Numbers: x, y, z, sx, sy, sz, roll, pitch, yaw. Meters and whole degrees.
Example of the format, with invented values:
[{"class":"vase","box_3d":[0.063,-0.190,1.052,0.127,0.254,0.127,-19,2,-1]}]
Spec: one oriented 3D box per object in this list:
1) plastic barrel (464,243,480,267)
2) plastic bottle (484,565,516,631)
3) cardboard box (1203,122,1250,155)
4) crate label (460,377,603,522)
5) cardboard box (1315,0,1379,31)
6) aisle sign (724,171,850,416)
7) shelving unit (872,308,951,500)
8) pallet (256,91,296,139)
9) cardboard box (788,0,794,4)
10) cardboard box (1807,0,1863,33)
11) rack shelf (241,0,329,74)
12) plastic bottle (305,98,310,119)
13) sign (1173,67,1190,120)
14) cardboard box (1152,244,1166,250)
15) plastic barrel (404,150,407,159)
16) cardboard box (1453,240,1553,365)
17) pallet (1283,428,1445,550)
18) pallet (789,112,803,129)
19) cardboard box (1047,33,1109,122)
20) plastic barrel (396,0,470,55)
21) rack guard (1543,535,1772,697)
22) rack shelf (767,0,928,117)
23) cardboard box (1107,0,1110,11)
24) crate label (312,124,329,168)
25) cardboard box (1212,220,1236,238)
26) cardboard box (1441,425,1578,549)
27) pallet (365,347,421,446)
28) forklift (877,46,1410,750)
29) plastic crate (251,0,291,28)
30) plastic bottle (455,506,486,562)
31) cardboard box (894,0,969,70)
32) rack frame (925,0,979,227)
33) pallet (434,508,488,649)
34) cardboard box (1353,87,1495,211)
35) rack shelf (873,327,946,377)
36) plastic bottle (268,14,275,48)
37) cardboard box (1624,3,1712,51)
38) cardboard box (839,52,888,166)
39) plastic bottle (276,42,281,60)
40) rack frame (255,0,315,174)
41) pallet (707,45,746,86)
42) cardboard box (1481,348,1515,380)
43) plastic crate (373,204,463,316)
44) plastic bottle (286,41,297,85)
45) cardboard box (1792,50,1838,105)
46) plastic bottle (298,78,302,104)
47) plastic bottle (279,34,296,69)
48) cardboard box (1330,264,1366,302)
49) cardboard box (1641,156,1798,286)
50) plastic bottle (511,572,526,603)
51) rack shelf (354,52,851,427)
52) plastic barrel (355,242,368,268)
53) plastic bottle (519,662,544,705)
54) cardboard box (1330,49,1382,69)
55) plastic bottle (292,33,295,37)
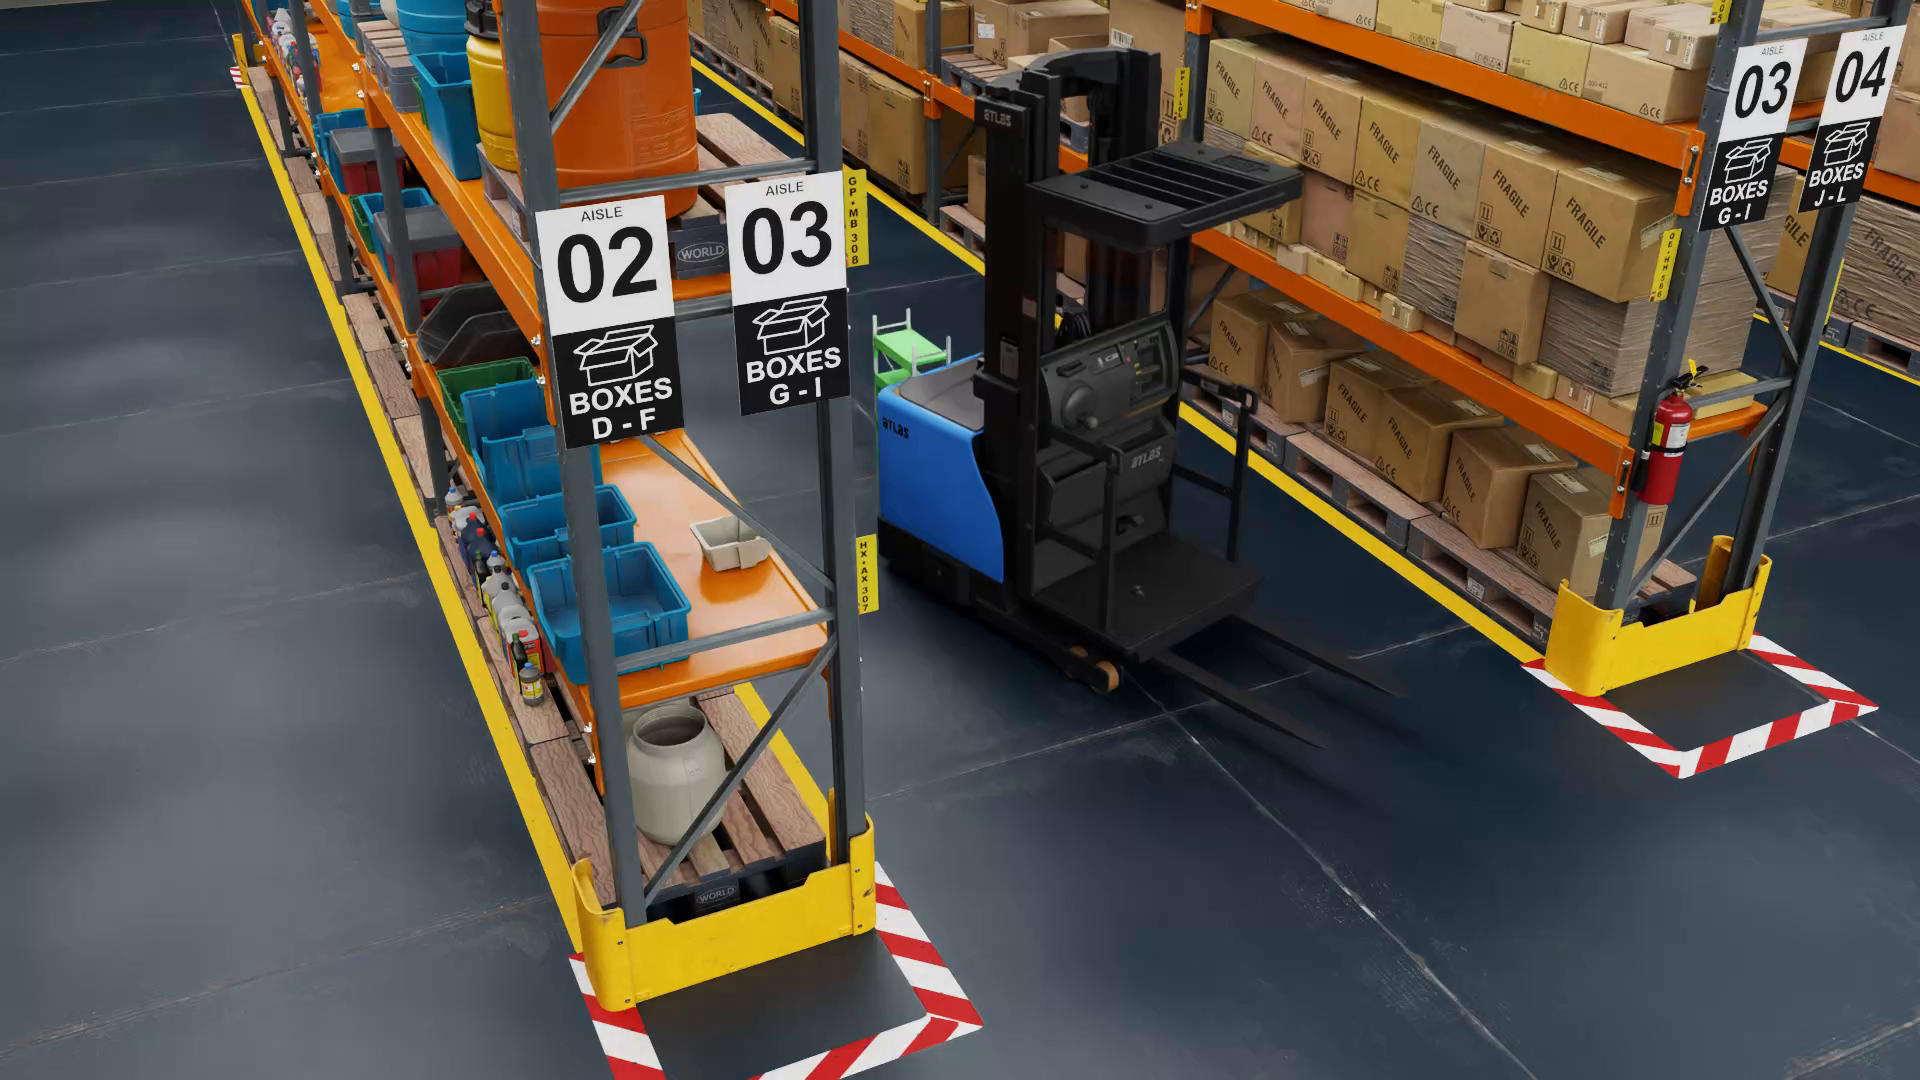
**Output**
[{"class":"plastic barrel","box_3d":[-2.782,-1.930,9.987,0.433,0.535,0.433,0,29,0]},{"class":"plastic bottle","box_3d":[-2.334,0.276,8.450,0.144,0.351,0.185,-13,32,-22]},{"class":"cardboard box","box_3d":[2.041,-2.404,10.564,0.875,0.500,0.500,-13,32,-22]},{"class":"crate label","box_3d":[-1.886,-0.407,7.373,0.502,0.435,0.616,-13,32,-22]},{"class":"cardboard box","box_3d":[2.301,-2.978,9.081,0.500,0.250,0.500,-14,32,-24]},{"class":"aisle sign","box_3d":[-0.556,-0.799,5.450,0.394,0.787,0.004,-13,32,-22]},{"class":"shelving unit","box_3d":[-0.279,-0.695,9.763,0.258,1.200,0.503,-15,33,-25]},{"class":"pallet","box_3d":[-6.882,-4.576,17.695,1.003,0.211,1.213,-13,32,-22]},{"class":"cardboard box","box_3d":[-1.559,-5.764,16.860,0.500,0.500,0.500,-13,32,-22]},{"class":"cardboard box","box_3d":[6.555,-3.805,12.212,0.875,0.550,0.550,-13,32,-22]},{"class":"rack shelf","box_3d":[-6.862,-5.506,17.238,1.077,0.370,4.000,-13,32,-22]},{"class":"plastic bottle","box_3d":[-5.019,-3.372,12.899,0.097,0.201,0.097,0,29,0]},{"class":"sign","box_3d":[1.404,-2.829,10.545,0.100,0.325,0.005,-13,32,-22]},{"class":"cardboard box","box_3d":[1.472,-2.034,12.417,0.700,0.500,0.500,-13,32,-22]},{"class":"plastic barrel","box_3d":[-3.814,-3.087,12.050,0.600,0.536,0.708,-13,32,-22]},{"class":"cardboard box","box_3d":[3.087,-1.293,8.583,0.875,0.500,0.500,-13,32,-22]},{"class":"pallet","box_3d":[2.752,-0.397,10.242,1.003,0.211,1.213,-13,32,-22]},{"class":"pallet","box_3d":[-1.131,-4.435,17.443,1.003,0.211,1.213,-13,32,-22]},{"class":"cardboard box","box_3d":[1.077,-3.417,12.242,0.797,0.503,0.637,-10,31,-17]},{"class":"plastic barrel","box_3d":[-2.239,-2.650,7.401,0.600,0.901,0.708,-13,32,-22]},{"class":"rack guard","box_3d":[3.589,0.381,8.559,1.175,0.500,0.348,-13,32,-22]},{"class":"rack shelf","box_3d":[-0.672,-4.779,15.941,1.077,0.370,4.000,-13,32,-22]},{"class":"cardboard box","box_3d":[2.069,-6.709,20.829,0.380,0.149,0.250,-15,32,-24]},{"class":"crate label","box_3d":[-4.444,-2.832,11.904,0.303,0.233,0.416,-13,32,-22]},{"class":"cardboard box","box_3d":[1.820,-2.061,10.616,0.380,0.149,0.250,-13,32,-22]},{"class":"cardboard box","box_3d":[3.081,-0.305,9.353,0.500,0.500,0.500,-5,30,-9]},{"class":"pallet","box_3d":[-3.469,-1.065,11.433,1.003,0.211,1.213,-13,32,-22]},{"class":"forklift","box_3d":[0.898,-0.786,8.154,1.130,2.935,3.031,-24,37,-36]},{"class":"plastic crate","box_3d":[-6.512,-5.090,15.715,0.392,0.384,0.575,-13,32,-22]},{"class":"plastic bottle","box_3d":[-2.665,-0.036,9.083,0.152,0.276,0.135,-12,31,-20]},{"class":"cardboard box","box_3d":[-0.249,-4.419,14.461,0.500,0.500,0.500,-12,31,-20]},{"class":"rack frame","box_3d":[0.187,-4.209,14.190,1.000,3.000,0.127,-13,32,-22]},{"class":"pallet","box_3d":[-2.318,0.119,9.321,1.003,0.211,1.213,-13,32,-22]},{"class":"cardboard box","box_3d":[2.523,-2.140,9.070,0.500,0.500,0.500,-13,32,-22]},{"class":"rack shelf","box_3d":[-0.279,-1.058,9.559,0.258,0.148,0.480,-15,33,-25]},{"class":"plastic bottle","box_3d":[-6.174,-4.575,14.961,0.061,0.283,0.133,-13,32,-22]},{"class":"cardboard box","box_3d":[3.215,-2.289,7.444,0.380,0.149,0.250,-14,32,-24]},{"class":"cardboard box","box_3d":[-0.466,-4.170,15.863,1.225,0.875,0.875,-13,32,-22]},{"class":"plastic bottle","box_3d":[-5.925,-4.304,14.561,0.097,0.201,0.097,0,29,0]},{"class":"rack frame","box_3d":[-6.004,-4.936,15.486,1.000,3.000,0.127,-13,32,-22]},{"class":"pallet","box_3d":[-2.314,-5.652,19.614,1.003,0.211,1.213,-13,32,-22]},{"class":"cardboard box","box_3d":[2.959,-0.972,8.674,0.380,0.149,0.250,-13,32,-22]},{"class":"plastic crate","box_3d":[-3.053,-1.580,9.435,0.402,0.464,0.583,-13,32,-22]},{"class":"plastic bottle","box_3d":[-5.503,-3.961,13.798,0.144,0.351,0.185,-13,32,-22]},{"class":"cardboard box","box_3d":[3.648,-2.185,7.667,0.500,0.250,0.500,-12,31,-21]},{"class":"plastic bottle","box_3d":[-5.228,-3.587,13.282,0.097,0.201,0.097,0,29,0]},{"class":"plastic bottle","box_3d":[-5.751,-4.189,14.280,0.152,0.276,0.135,-13,32,-22]},{"class":"cardboard box","box_3d":[2.381,-1.515,9.641,0.380,0.149,0.250,-13,32,-22]},{"class":"cardboard box","box_3d":[3.631,-1.585,8.081,0.500,0.500,0.500,-13,32,-22]},{"class":"plastic bottle","box_3d":[-2.211,0.266,8.543,0.152,0.276,0.135,-13,32,-22]},{"class":"rack shelf","box_3d":[-1.711,-1.513,7.051,1.077,0.370,4.000,-13,32,-22]},{"class":"plastic barrel","box_3d":[-4.512,-2.618,13.142,0.600,0.830,0.708,-13,32,-22]},{"class":"plastic bottle","box_3d":[-2.036,0.674,7.892,0.097,0.201,0.097,0,29,0]},{"class":"cardboard box","box_3d":[2.562,-2.690,10.052,0.500,0.500,0.500,-13,32,-22]},{"class":"plastic bottle","box_3d":[-5.887,-4.438,14.801,0.097,0.201,0.097,0,29,0]}]
